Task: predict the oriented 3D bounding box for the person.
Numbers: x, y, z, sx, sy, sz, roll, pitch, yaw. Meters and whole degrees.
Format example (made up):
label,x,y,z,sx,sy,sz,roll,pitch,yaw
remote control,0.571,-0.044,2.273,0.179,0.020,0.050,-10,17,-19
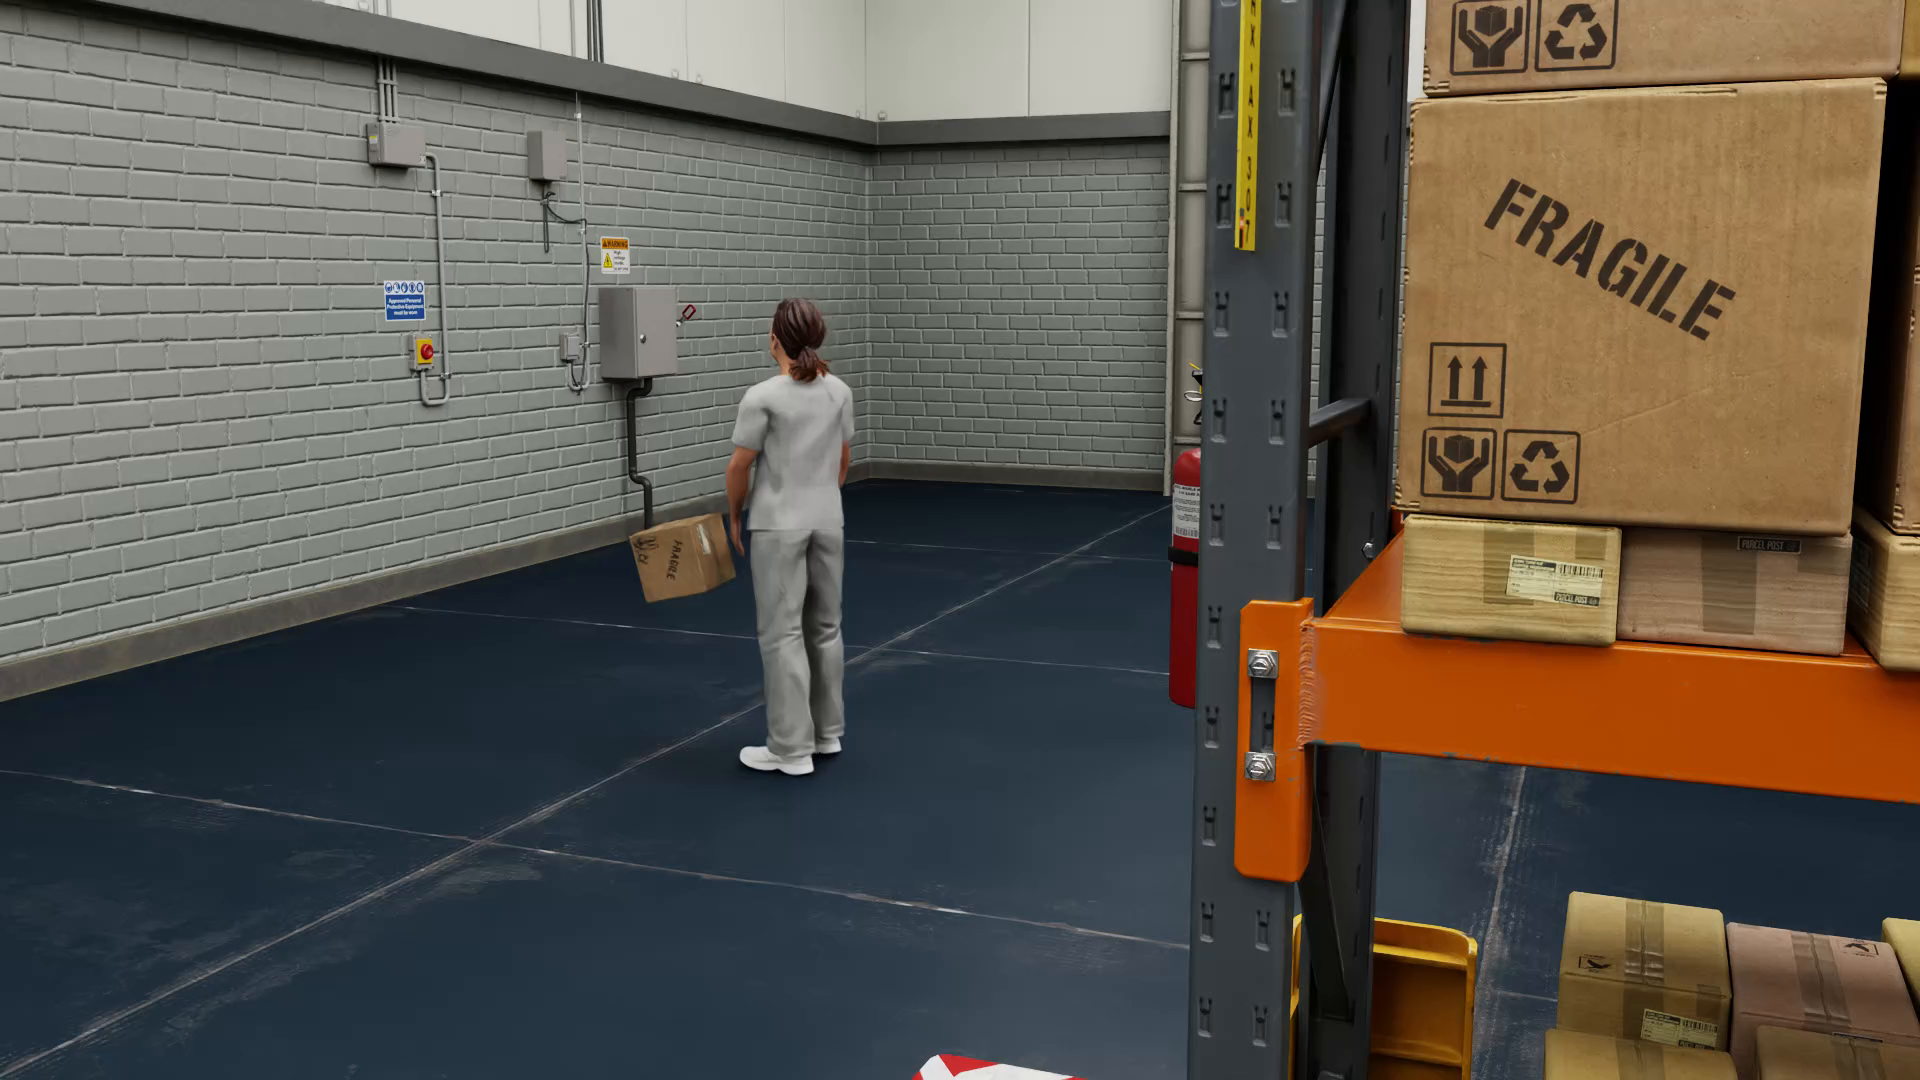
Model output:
label,x,y,z,sx,sy,sz,roll,pitch,yaw
person,-0.622,-0.019,5.938,0.482,1.668,0.540,-6,11,-33
